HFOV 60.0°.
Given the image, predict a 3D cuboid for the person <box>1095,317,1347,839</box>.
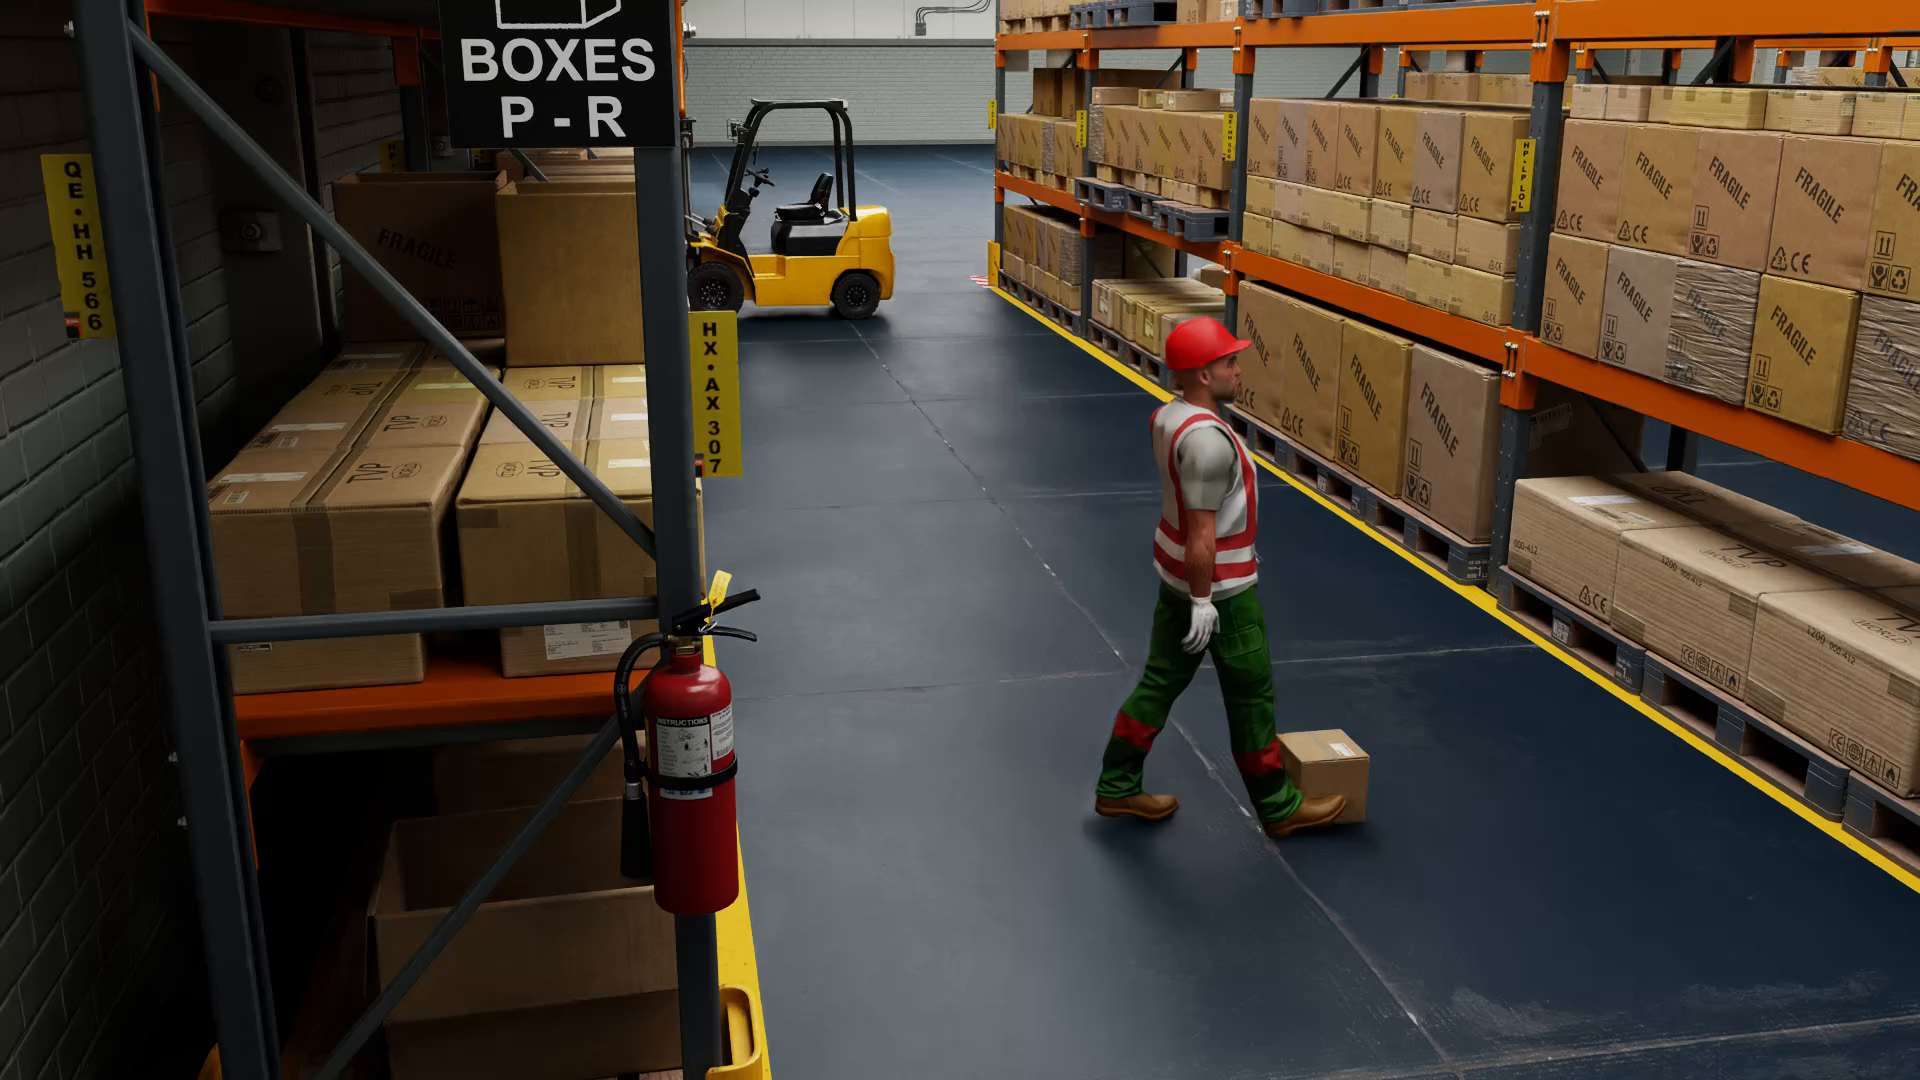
[{"bbox_3d":[0.891,0.135,5.573,0.827,1.779,0.531,-3,16,-11],"label":"person"}]
